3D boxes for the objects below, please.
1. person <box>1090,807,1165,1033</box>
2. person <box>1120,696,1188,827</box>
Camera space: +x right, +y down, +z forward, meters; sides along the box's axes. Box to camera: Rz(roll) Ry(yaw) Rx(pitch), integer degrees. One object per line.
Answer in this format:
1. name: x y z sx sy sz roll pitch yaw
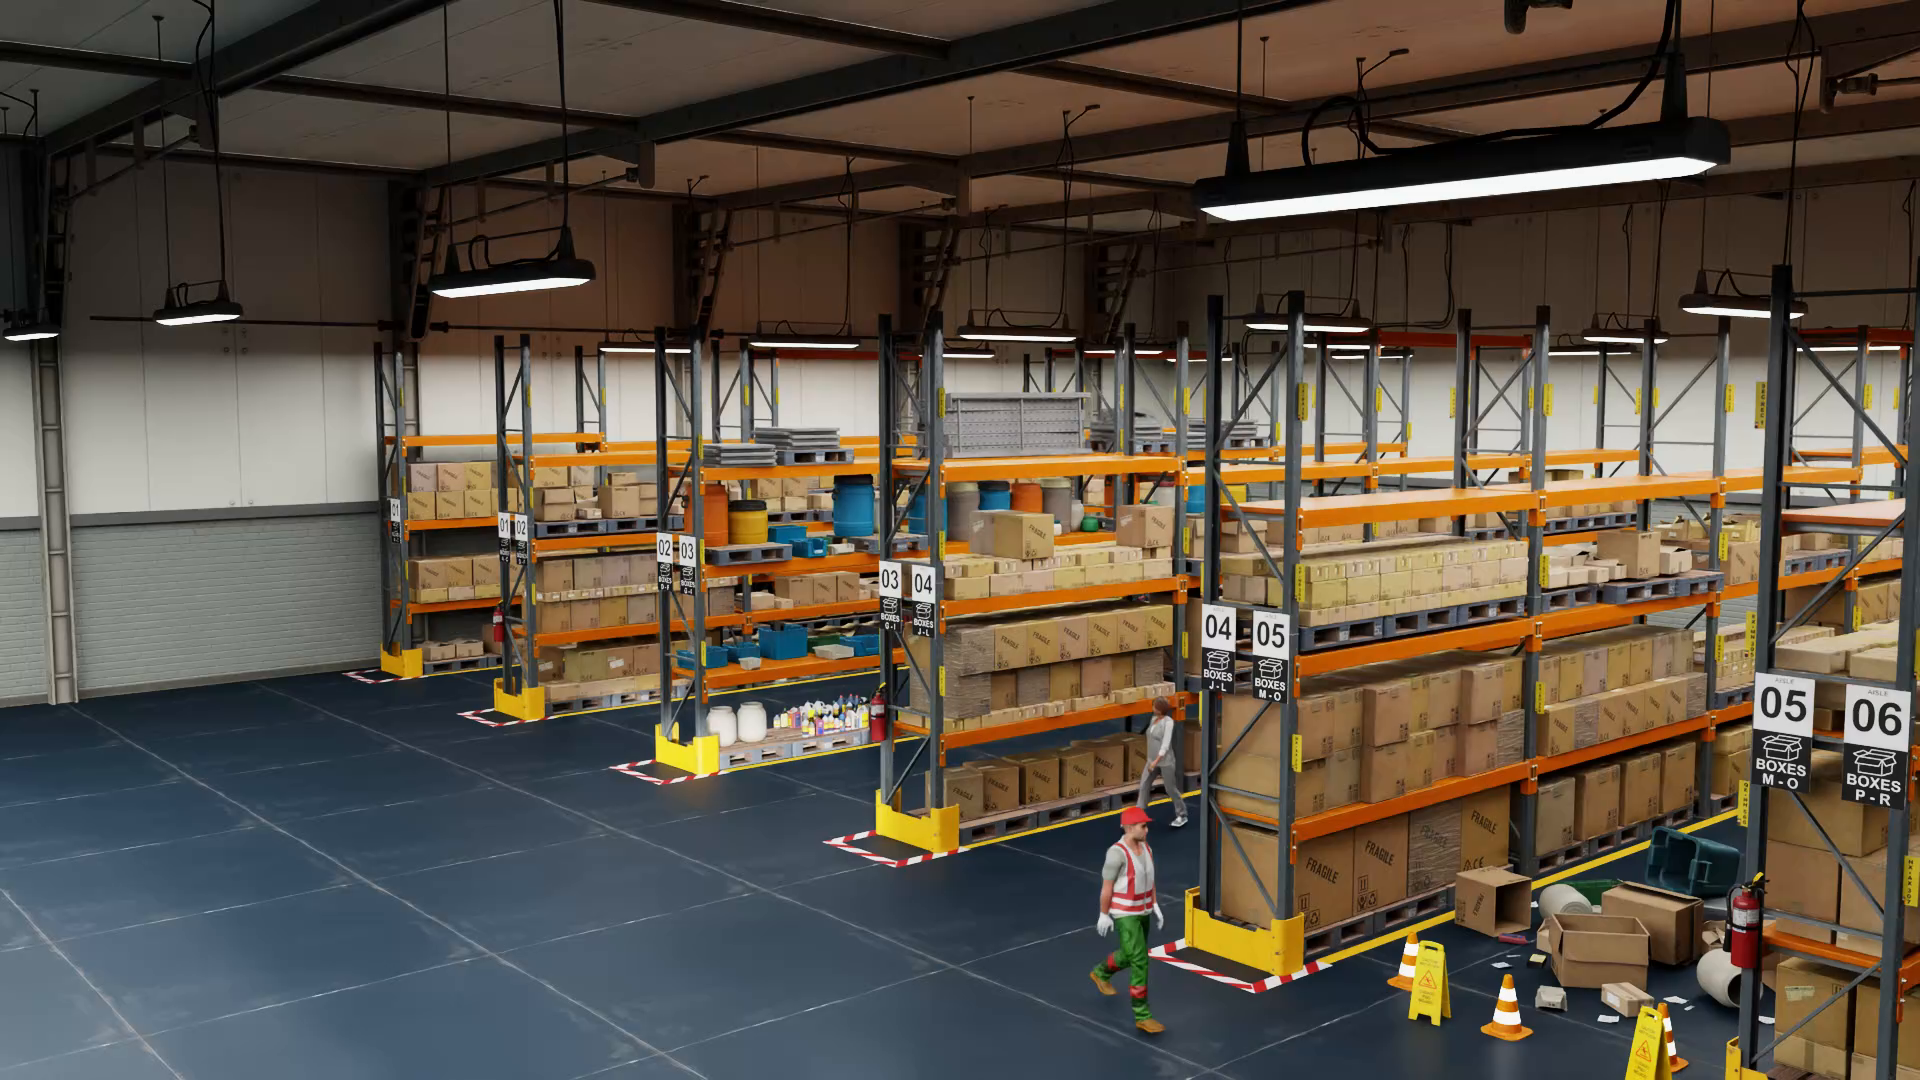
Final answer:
1. person: 1.391 3.055 13.669 0.986 1.749 0.528 5 7 41
2. person: 2.285 2.605 19.432 0.903 1.546 0.432 -3 6 -29
